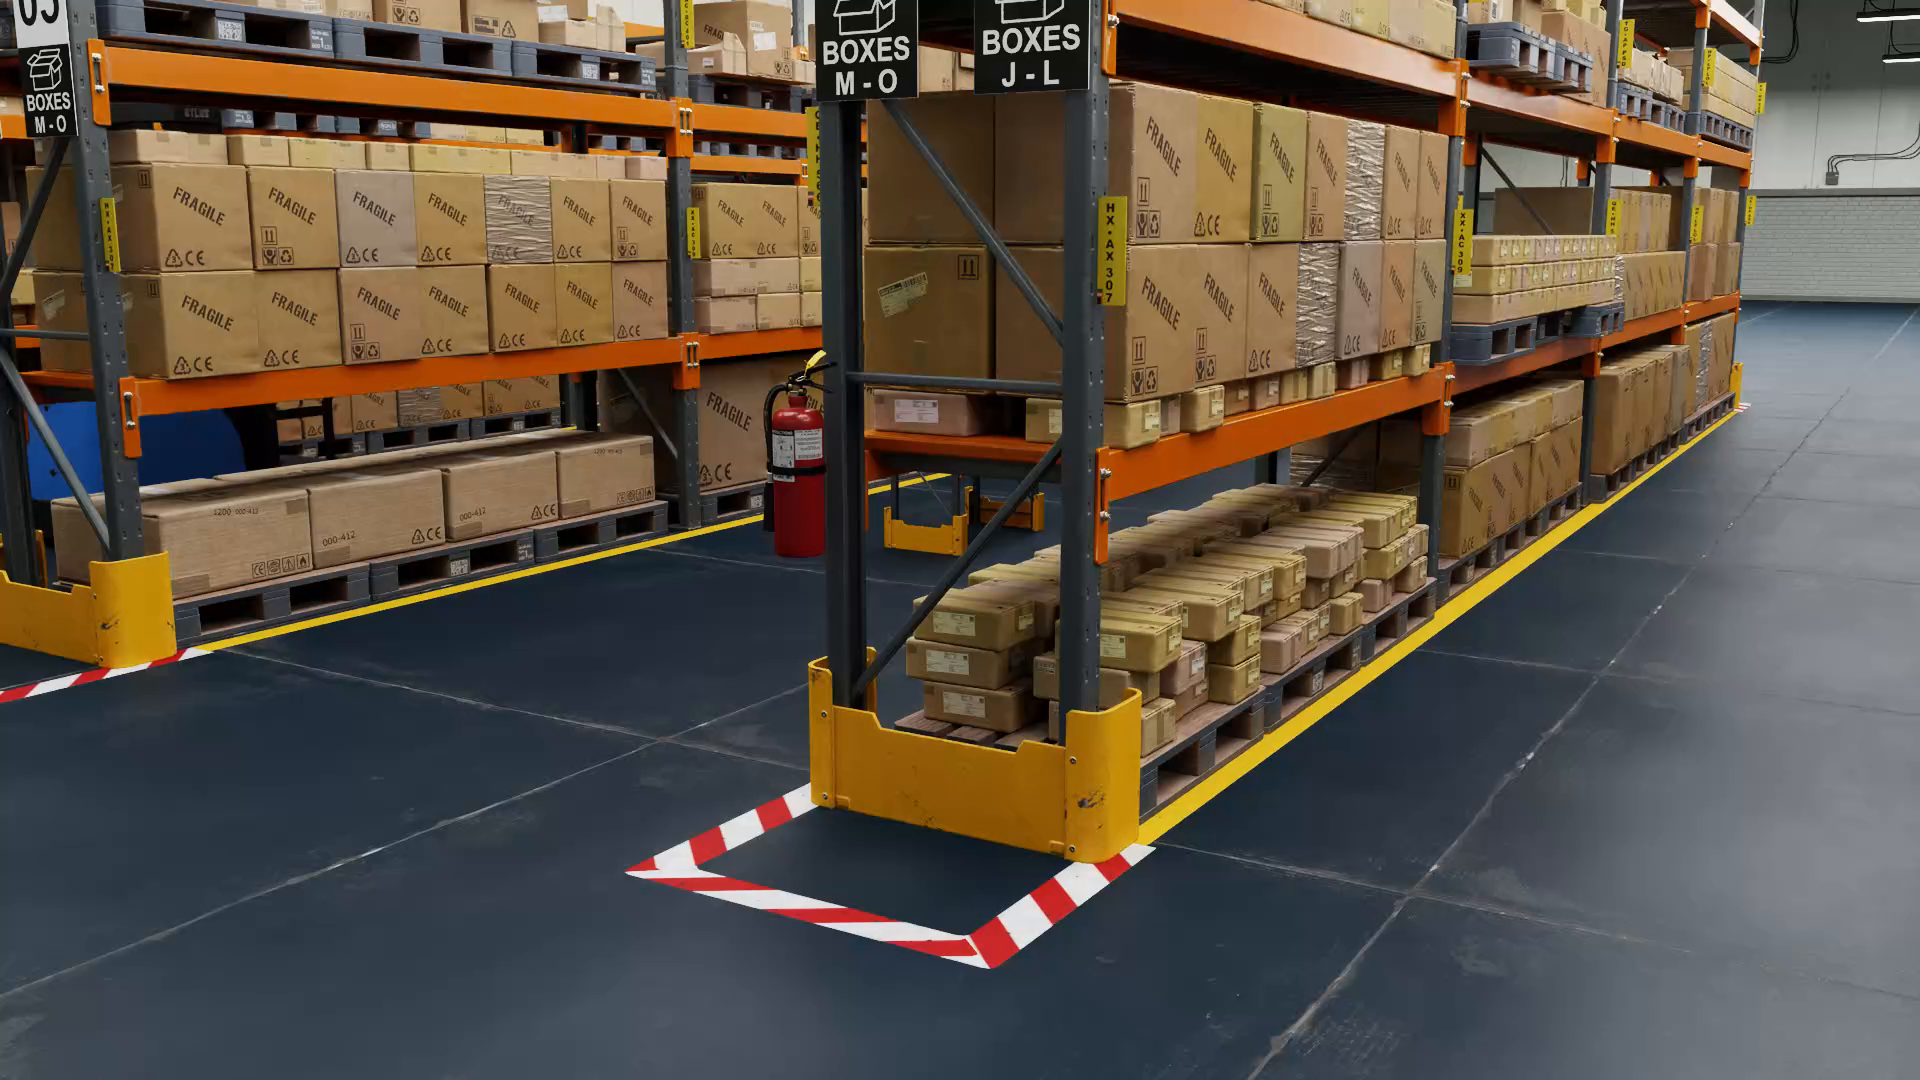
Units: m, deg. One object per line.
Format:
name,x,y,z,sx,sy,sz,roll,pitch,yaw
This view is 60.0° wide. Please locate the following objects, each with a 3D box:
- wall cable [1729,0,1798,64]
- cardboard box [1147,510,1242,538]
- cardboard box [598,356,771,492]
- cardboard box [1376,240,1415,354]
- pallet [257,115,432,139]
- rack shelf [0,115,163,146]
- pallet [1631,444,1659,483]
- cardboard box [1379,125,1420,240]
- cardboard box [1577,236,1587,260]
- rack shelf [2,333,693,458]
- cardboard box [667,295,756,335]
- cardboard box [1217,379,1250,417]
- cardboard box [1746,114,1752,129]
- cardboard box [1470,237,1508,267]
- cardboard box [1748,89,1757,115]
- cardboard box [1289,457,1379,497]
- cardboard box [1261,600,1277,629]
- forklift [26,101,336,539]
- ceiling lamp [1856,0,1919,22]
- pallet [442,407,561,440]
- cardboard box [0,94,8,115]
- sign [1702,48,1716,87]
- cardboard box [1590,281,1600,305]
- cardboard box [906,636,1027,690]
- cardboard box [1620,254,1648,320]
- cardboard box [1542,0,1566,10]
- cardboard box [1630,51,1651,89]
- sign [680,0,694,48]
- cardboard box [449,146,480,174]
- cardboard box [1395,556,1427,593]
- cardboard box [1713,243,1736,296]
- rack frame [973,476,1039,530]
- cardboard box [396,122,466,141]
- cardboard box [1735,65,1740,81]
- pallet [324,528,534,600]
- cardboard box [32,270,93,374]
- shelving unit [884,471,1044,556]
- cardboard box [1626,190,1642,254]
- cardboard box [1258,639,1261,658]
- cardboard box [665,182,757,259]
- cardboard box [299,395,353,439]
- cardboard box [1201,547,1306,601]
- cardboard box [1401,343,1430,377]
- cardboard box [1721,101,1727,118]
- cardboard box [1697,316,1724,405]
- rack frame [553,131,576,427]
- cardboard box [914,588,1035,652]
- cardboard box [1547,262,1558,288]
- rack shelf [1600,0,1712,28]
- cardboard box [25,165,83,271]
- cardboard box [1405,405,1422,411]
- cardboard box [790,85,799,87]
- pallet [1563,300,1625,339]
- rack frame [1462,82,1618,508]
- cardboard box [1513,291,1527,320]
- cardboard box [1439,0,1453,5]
wall cable,21.834,-14.568,46.584,3.097,2.526,0.112,6,12,31
cardboard box,1.114,-0.038,7.908,0.380,0.149,0.250,7,13,32
cardboard box,-1.959,-0.856,11.924,0.875,0.875,0.875,7,13,32
cardboard box,1.790,-1.143,7.742,0.500,0.500,0.500,6,12,29
pallet,-5.522,-3.704,14.862,1.213,0.211,1.003,6,12,31
rack shelf,-7.495,-2.869,11.846,1.077,0.370,4.000,6,12,31
pallet,5.255,-0.698,14.026,1.003,0.211,1.213,6,12,31
cardboard box,1.794,-1.637,7.666,0.500,0.500,0.500,6,12,29
cardboard box,3.751,-1.855,10.553,0.380,0.149,0.250,6,12,31
rack shelf,-3.251,-0.921,9.592,1.077,0.370,4.000,6,12,31
cardboard box,-1.758,-1.559,11.454,0.500,0.250,0.500,6,12,29
cardboard box,0.904,-0.575,6.469,0.380,0.149,0.250,6,12,30
cardboard box,8.286,-4.502,17.881,0.380,0.149,0.250,7,12,31
cardboard box,2.668,-1.525,8.790,0.380,0.149,0.250,7,13,34
cardboard box,8.285,-4.718,17.954,0.500,0.250,0.500,7,12,31
cardboard box,2.240,-0.250,9.706,0.500,0.500,0.500,6,12,30
cardboard box,1.115,0.276,7.042,0.380,0.149,0.250,7,13,34
forklift,-5.003,-1.619,11.550,1.130,2.935,3.031,6,12,28
ceiling lamp,17.856,-11.262,30.710,2.000,3.185,0.800,6,12,31
pallet,-4.800,-1.207,16.744,1.003,0.211,1.213,6,12,31
cardboard box,-7.088,-3.132,11.976,0.380,0.149,0.250,7,12,31
sign,6.693,-4.223,14.864,0.100,0.325,0.005,6,12,31
cardboard box,4.020,-1.643,11.036,0.380,0.149,0.250,7,12,32
cardboard box,0.024,0.435,6.189,0.380,0.149,0.250,6,12,29
cardboard box,5.135,-2.015,13.207,0.500,0.500,0.500,6,12,31
cardboard box,3.509,-3.368,10.206,0.396,0.266,0.258,6,12,31
cardboard box,4.971,-3.589,12.731,0.500,0.250,0.500,7,13,32
sign,-1.737,-3.304,10.593,0.100,0.325,0.005,6,12,31
cardboard box,-2.933,-2.135,9.368,0.380,0.149,0.250,6,12,31
cardboard box,2.158,0.157,8.485,0.380,0.149,0.250,7,12,31
cardboard box,7.880,-2.942,18.023,0.875,0.550,0.550,6,12,31
rack frame,0.308,-0.831,11.229,0.500,1.500,0.032,6,12,31
cardboard box,-4.959,-3.831,15.435,0.500,0.250,0.500,6,12,31
cardboard box,7.624,-4.693,16.734,0.380,0.149,0.250,6,12,31
pallet,-3.307,0.086,9.834,1.003,0.211,1.213,6,12,31
cardboard box,-4.265,-1.110,8.376,0.500,0.500,0.500,6,12,31
shelving unit,0.040,-0.749,10.795,0.587,1.500,1.083,6,12,31
cardboard box,5.180,-2.612,13.683,0.700,0.500,0.500,6,12,30
cardboard box,1.006,0.472,6.800,0.380,0.149,0.250,6,12,31
cardboard box,-1.738,-2.171,11.327,0.500,0.500,0.500,7,12,31
cardboard box,-5.745,-1.180,14.671,0.500,0.500,0.500,6,12,30
cardboard box,1.223,0.141,6.956,0.380,0.149,0.250,7,12,32
cardboard box,2.082,-0.890,8.156,0.380,0.149,0.250,6,12,29
cardboard box,7.230,-4.182,16.172,0.380,0.149,0.250,6,12,30
cardboard box,7.550,-1.930,17.659,0.875,0.875,0.875,6,12,30
rack frame,-4.380,-2.692,17.096,1.000,3.000,0.127,6,12,31
cardboard box,0.052,0.292,6.147,0.380,0.149,0.250,7,12,31
cardboard box,3.345,-1.586,9.923,0.380,0.149,0.250,6,12,30
rack shelf,5.186,-4.474,13.356,1.077,0.370,4.000,6,12,31
cardboard box,-4.242,-1.599,8.271,0.500,0.500,0.500,7,13,33
cardboard box,2.520,-0.699,10.066,0.500,0.250,0.500,7,13,33
cardboard box,-1.359,-3.467,12.577,0.380,0.166,0.250,8,13,35
pallet,3.868,-1.545,11.489,1.213,0.211,1.003,6,12,31
rack frame,4.147,-1.761,12.125,1.000,3.000,0.127,6,12,31
cardboard box,2.940,-1.316,9.289,0.380,0.149,0.250,6,12,31
cardboard box,2.048,-2.682,7.939,0.500,0.250,0.500,6,12,28
